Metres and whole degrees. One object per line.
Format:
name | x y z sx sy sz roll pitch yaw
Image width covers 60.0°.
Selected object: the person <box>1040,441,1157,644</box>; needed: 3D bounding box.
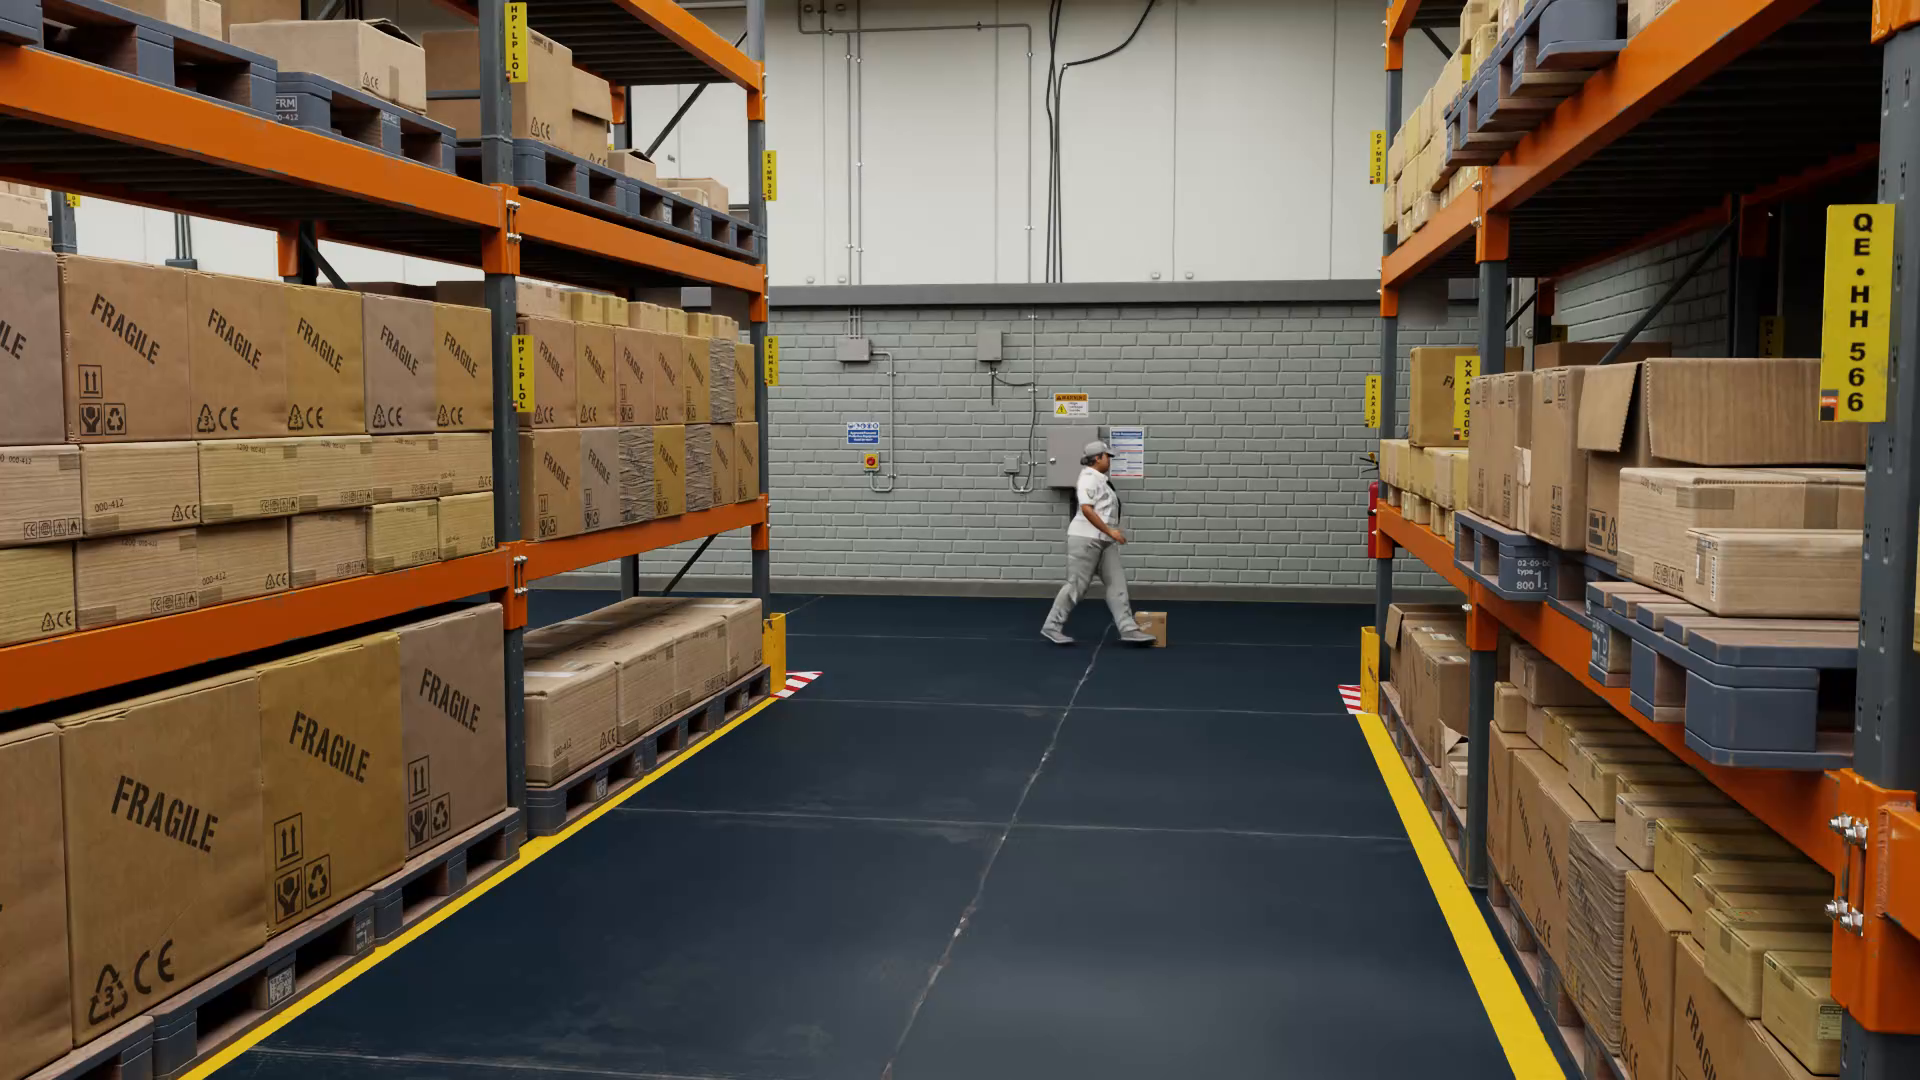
person | 1.149 0.020 13.297 0.946 1.621 0.553 2 5 25
